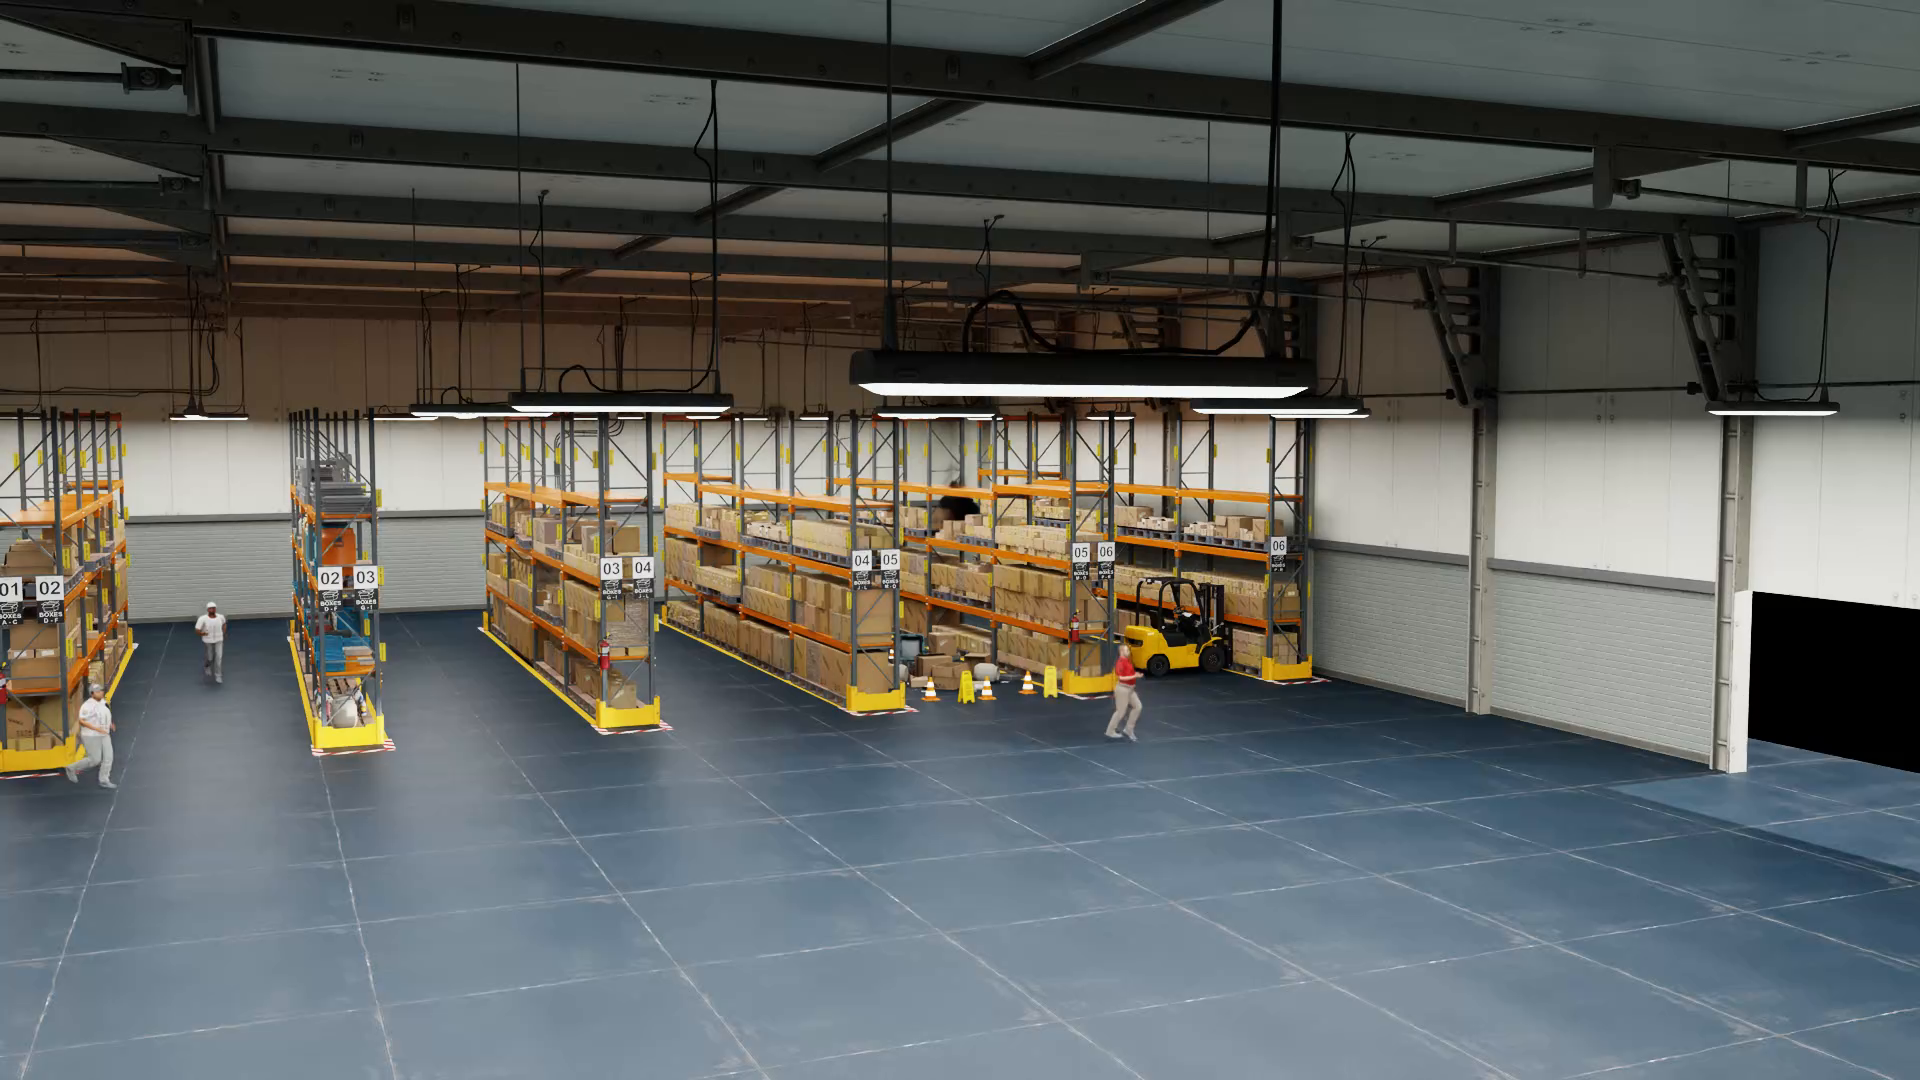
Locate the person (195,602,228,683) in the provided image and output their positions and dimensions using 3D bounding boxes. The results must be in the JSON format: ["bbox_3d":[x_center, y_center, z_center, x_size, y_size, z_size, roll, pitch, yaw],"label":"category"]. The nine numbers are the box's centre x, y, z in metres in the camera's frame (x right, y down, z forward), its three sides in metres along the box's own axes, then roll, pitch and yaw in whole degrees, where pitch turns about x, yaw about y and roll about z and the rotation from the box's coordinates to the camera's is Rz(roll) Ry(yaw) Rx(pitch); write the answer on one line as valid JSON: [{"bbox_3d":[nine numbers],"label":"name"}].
[{"bbox_3d":[-16.556,2.253,36.840,0.700,1.762,0.956,-3,5,-38],"label":"person"}]

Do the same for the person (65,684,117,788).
[{"bbox_3d":[-13.645,3.085,26.184,0.740,1.660,0.612,1,4,8],"label":"person"}]

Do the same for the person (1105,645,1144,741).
[{"bbox_3d":[2.998,2.774,29.982,0.715,1.781,0.640,2,4,24],"label":"person"}]

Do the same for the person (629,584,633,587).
[{"bbox_3d":[-9.675,1.591,47.326,0.713,1.633,0.530,1,4,13],"label":"person"}]
